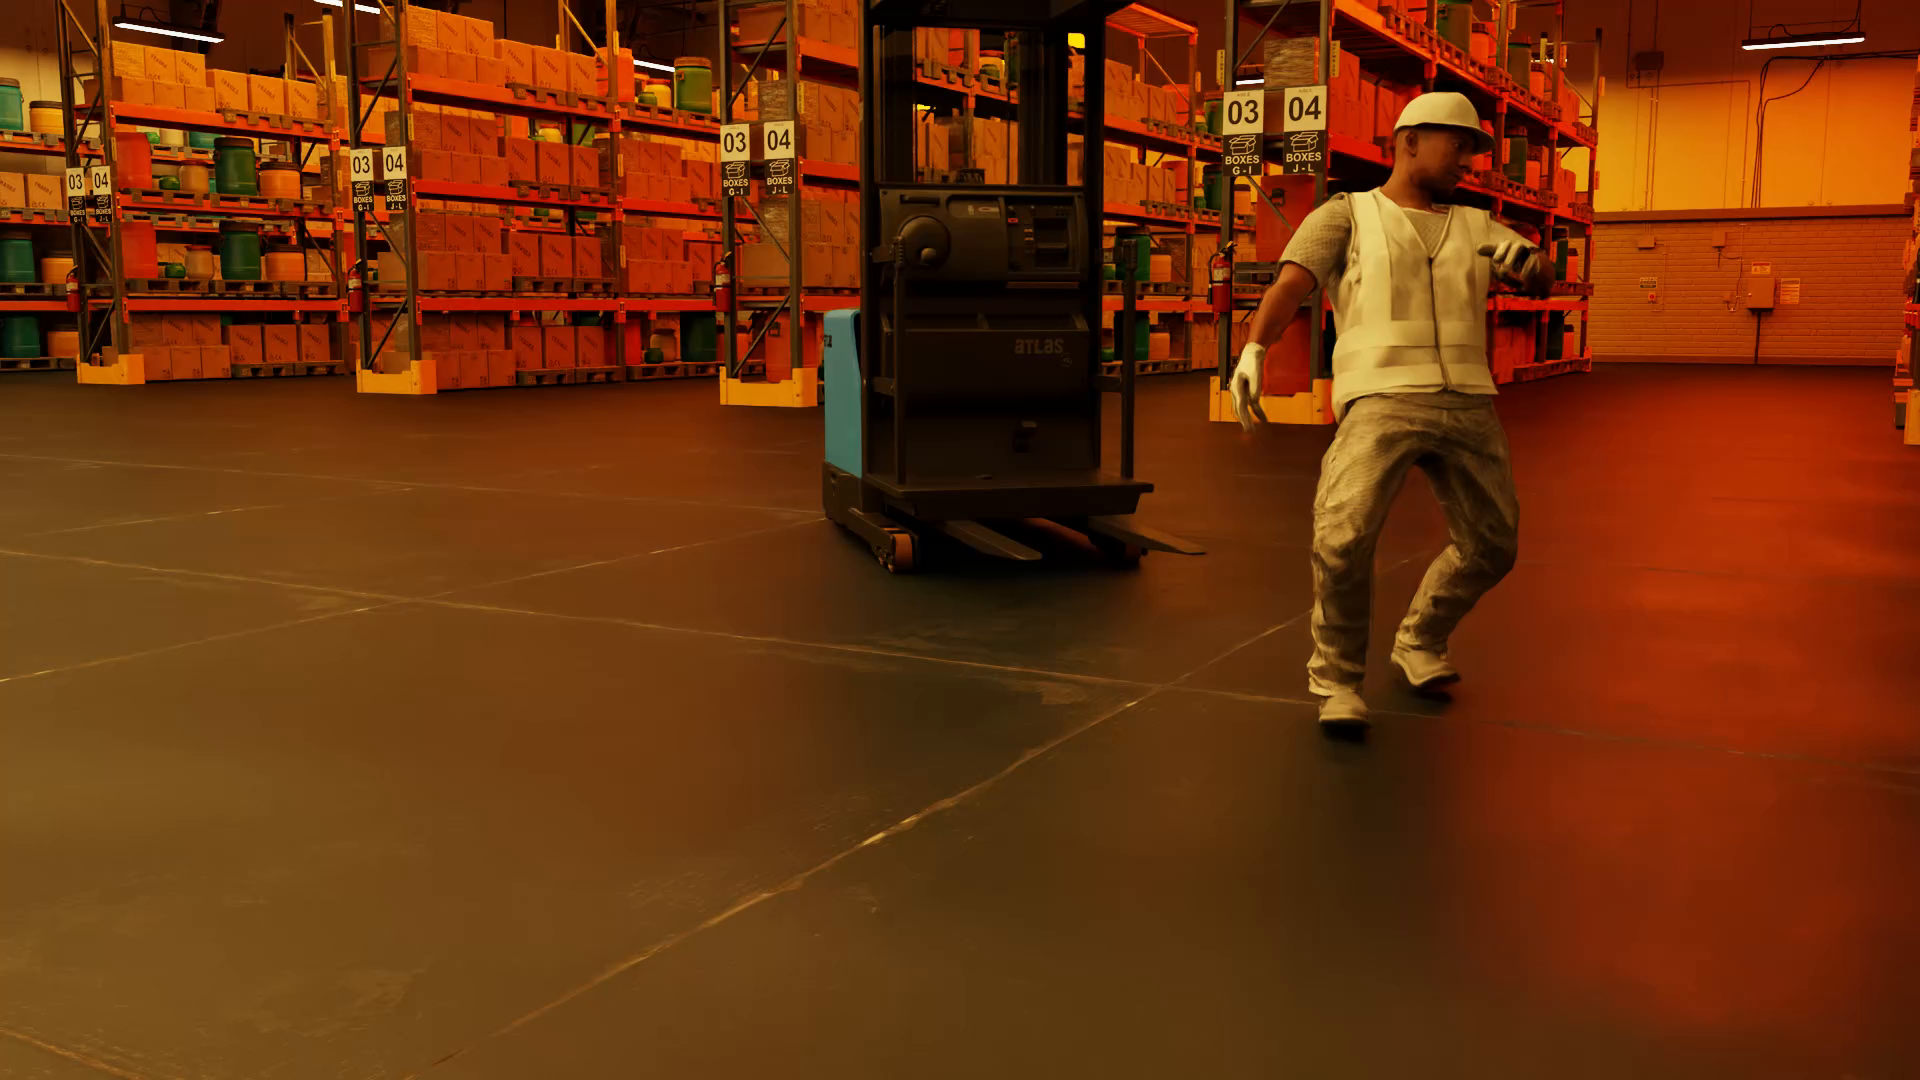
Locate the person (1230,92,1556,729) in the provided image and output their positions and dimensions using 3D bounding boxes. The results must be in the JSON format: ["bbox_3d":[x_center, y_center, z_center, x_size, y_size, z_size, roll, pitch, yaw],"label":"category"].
[{"bbox_3d":[1.098,-0.339,4.246,0.853,1.634,0.879,-2,8,-17],"label":"person"}]

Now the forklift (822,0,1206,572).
[{"bbox_3d":[0.165,-1.376,7.061,1.130,2.935,3.031,-2,8,-14],"label":"forklift"}]
